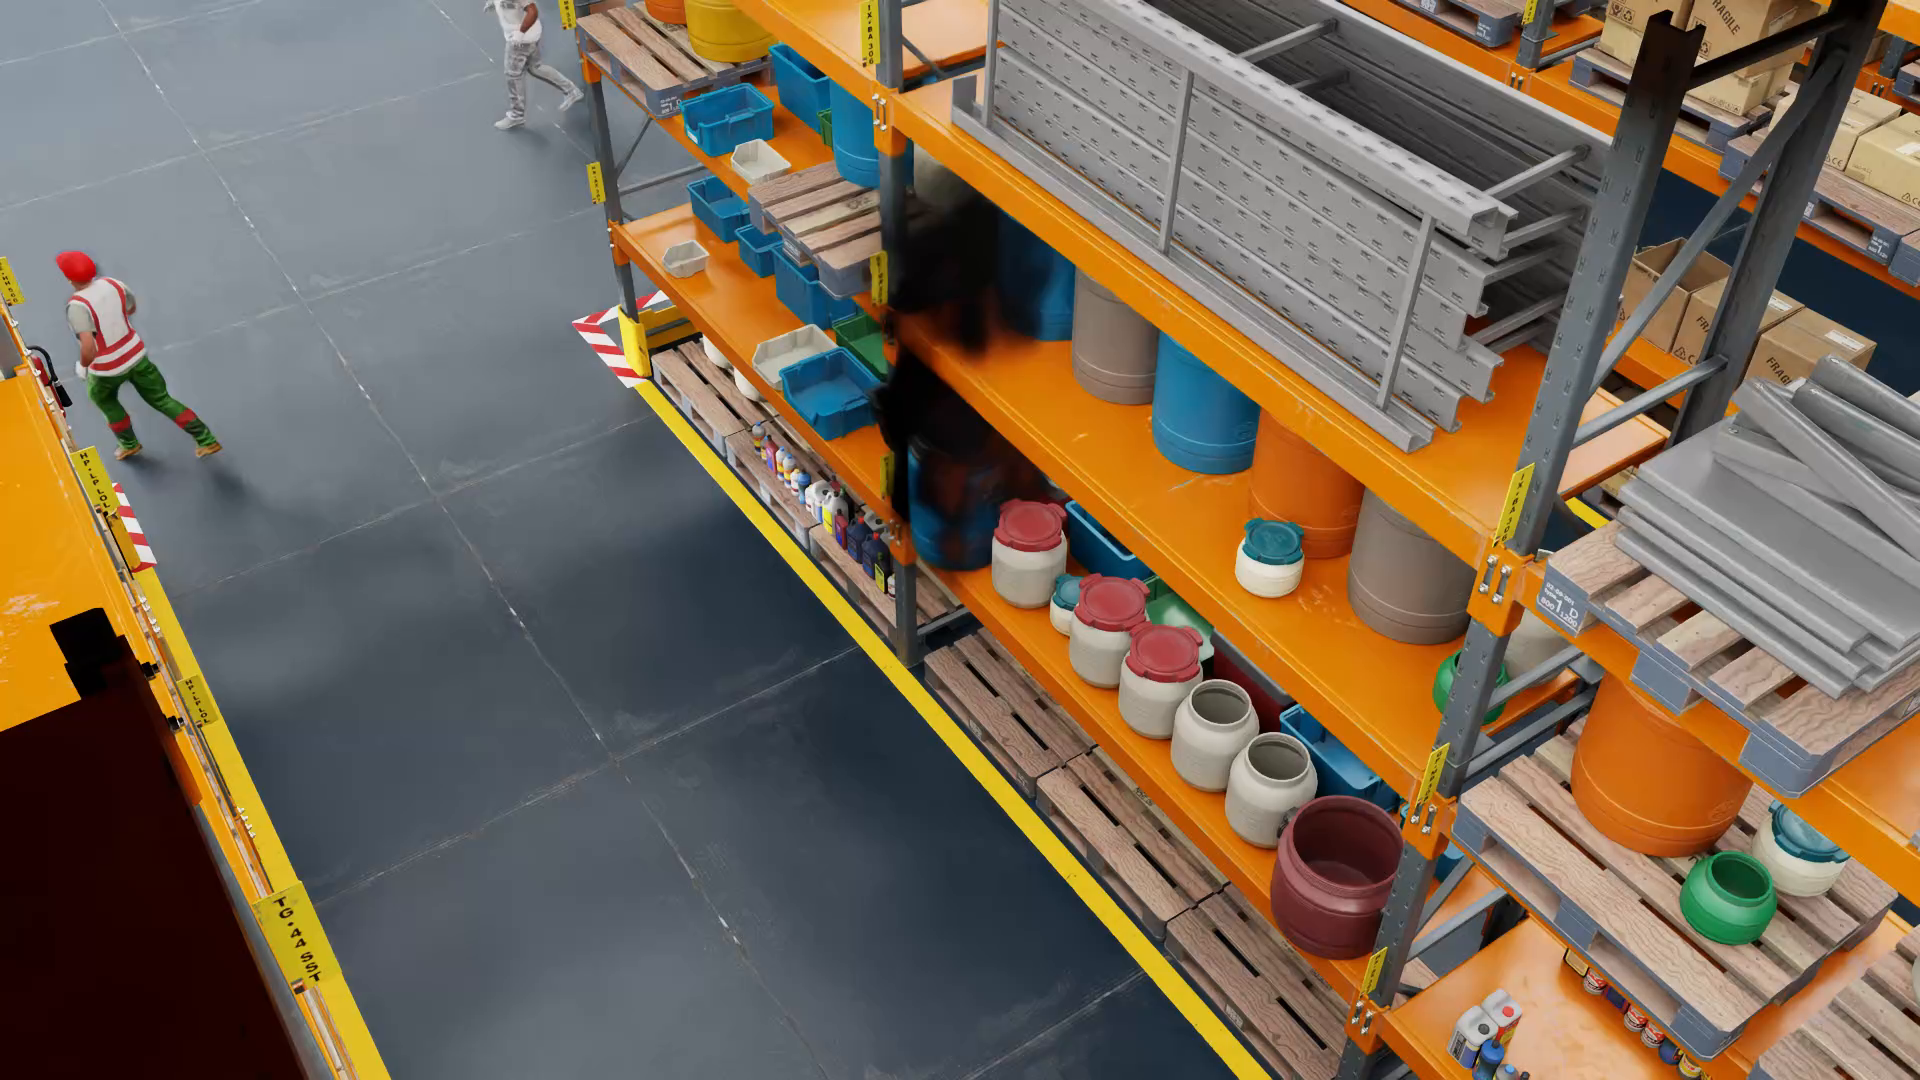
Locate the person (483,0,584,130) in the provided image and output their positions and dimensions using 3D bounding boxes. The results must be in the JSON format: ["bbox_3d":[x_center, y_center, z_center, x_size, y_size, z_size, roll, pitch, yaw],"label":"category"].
[{"bbox_3d":[-4.072,-4.716,15.560,0.881,1.798,0.698,-4,43,-4],"label":"person"}]

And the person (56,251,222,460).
[{"bbox_3d":[-5.903,-1.215,11.763,0.933,1.832,0.674,18,46,19],"label":"person"}]
